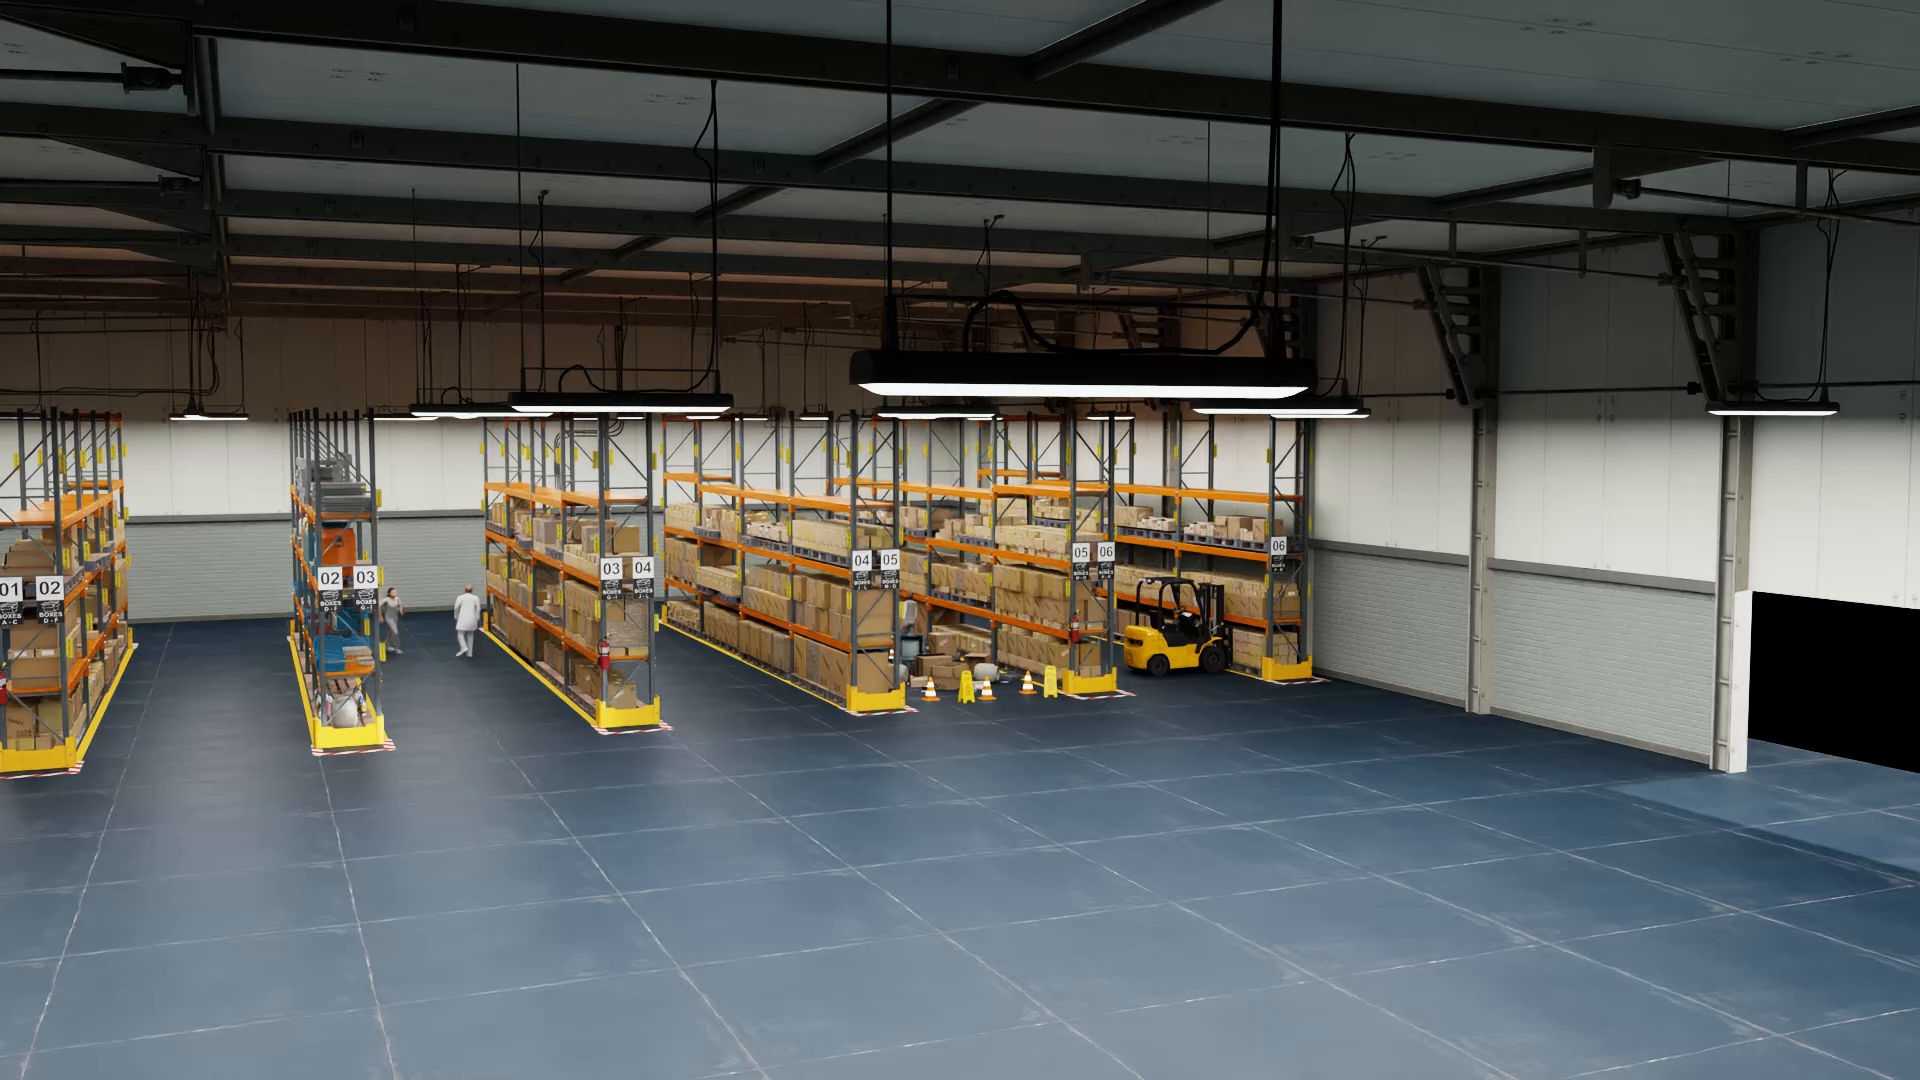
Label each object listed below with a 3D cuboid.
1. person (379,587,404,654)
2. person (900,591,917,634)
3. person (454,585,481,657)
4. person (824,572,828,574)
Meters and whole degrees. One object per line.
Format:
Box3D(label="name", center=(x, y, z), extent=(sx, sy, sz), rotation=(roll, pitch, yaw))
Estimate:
Box3D(label="person", center=(-14.225, 2.011, 41.487), extent=(0.784, 1.681, 0.653), rotation=(3, 5, 35))
Box3D(label="person", center=(-1.270, 2.109, 40.884), extent=(0.484, 1.490, 0.367), rotation=(-2, 5, -29))
Box3D(label="person", center=(-12.061, 1.994, 40.785), extent=(0.632, 1.752, 0.703), rotation=(-2, 4, -23))
Box3D(label="person", center=(-3.670, 1.719, 45.800), extent=(0.428, 1.724, 0.520), rotation=(1, 4, 20))
